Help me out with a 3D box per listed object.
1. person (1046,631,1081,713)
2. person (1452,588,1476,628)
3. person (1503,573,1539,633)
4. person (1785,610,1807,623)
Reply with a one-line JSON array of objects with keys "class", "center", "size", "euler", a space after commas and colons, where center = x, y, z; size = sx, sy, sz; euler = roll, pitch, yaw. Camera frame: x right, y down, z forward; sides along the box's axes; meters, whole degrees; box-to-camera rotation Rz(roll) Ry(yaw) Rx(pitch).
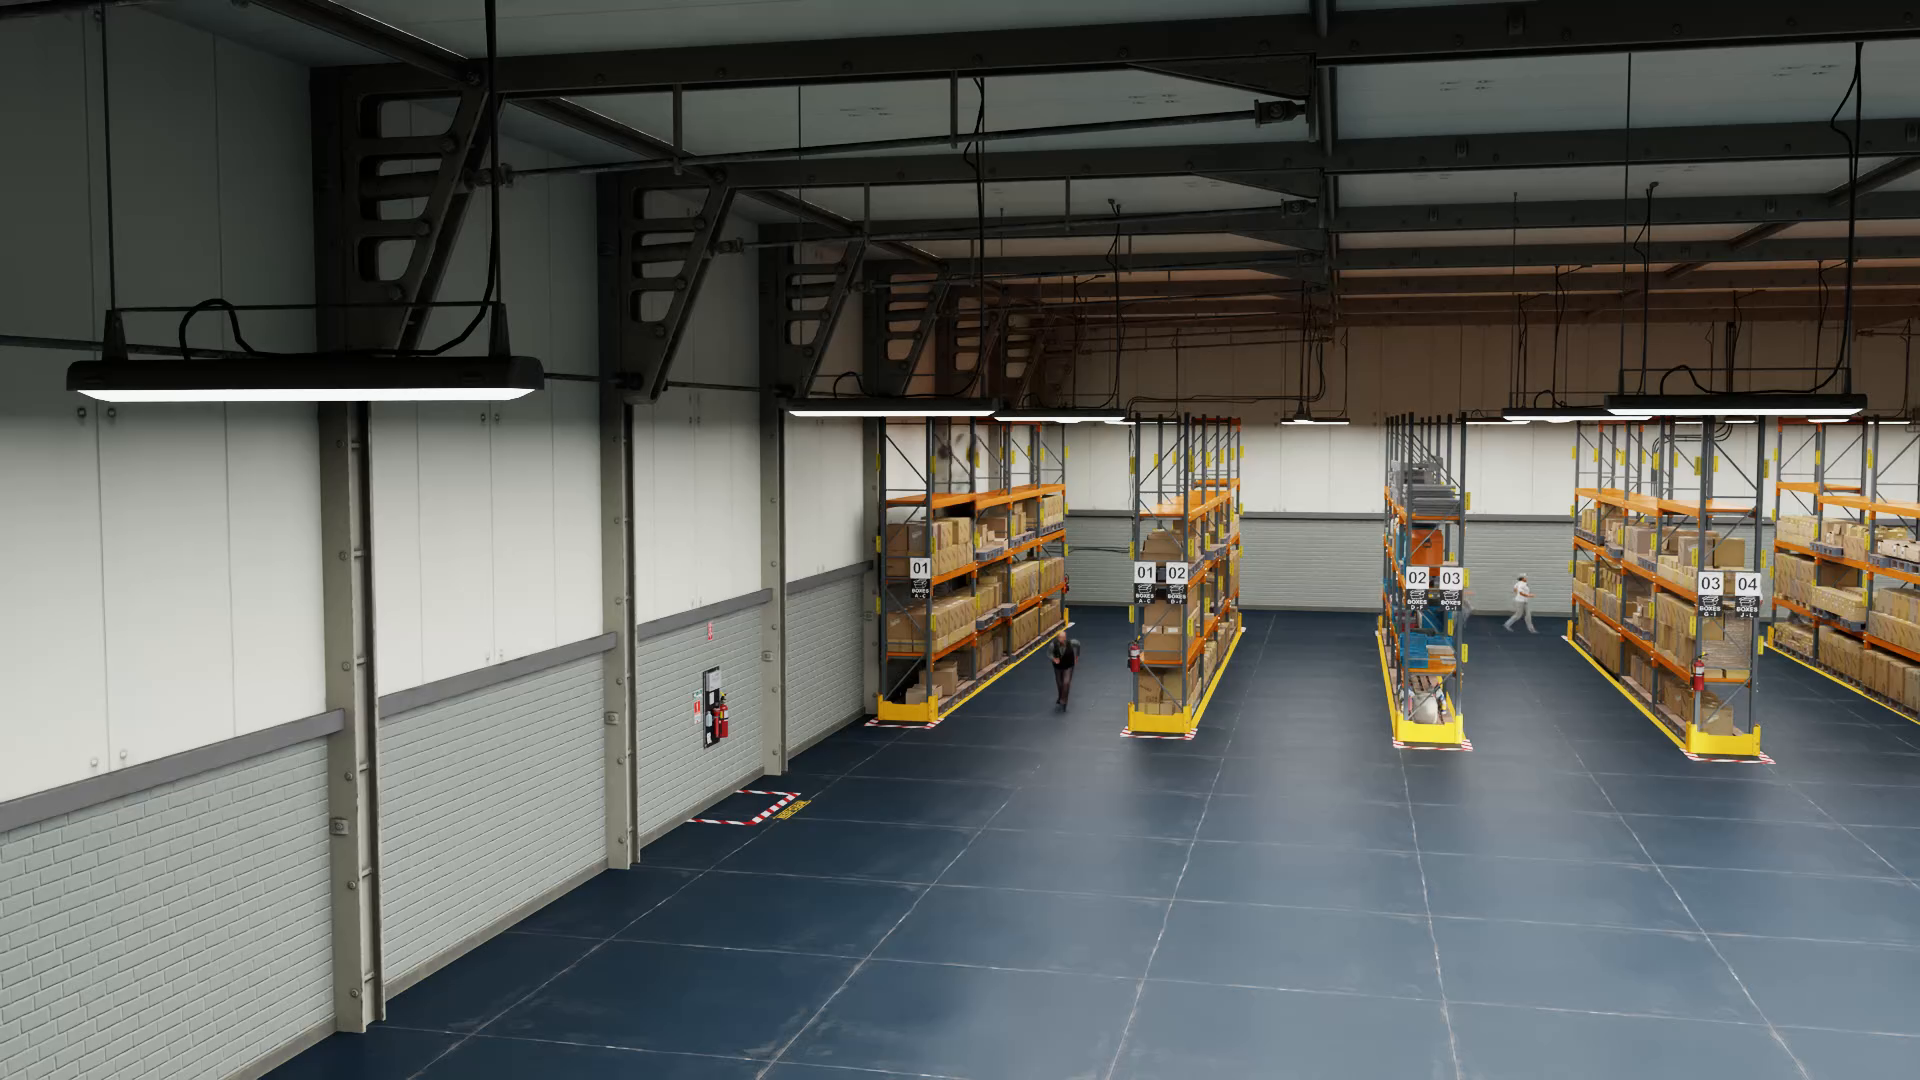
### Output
[{"class": "person", "center": [2.103, 2.645, 33.801], "size": [0.701, 1.683, 0.992], "euler": [0, 4, 4]}, {"class": "person", "center": [14.219, 1.693, 47.173], "size": [0.826, 1.628, 0.578], "euler": [3, 5, 34]}, {"class": "person", "center": [15.592, 1.752, 46.159], "size": [0.934, 1.674, 0.598], "euler": [2, 4, 24]}, {"class": "person", "center": [22.477, 1.857, 44.710], "size": [0.664, 1.678, 0.917], "euler": [-4, 5, -44]}]
